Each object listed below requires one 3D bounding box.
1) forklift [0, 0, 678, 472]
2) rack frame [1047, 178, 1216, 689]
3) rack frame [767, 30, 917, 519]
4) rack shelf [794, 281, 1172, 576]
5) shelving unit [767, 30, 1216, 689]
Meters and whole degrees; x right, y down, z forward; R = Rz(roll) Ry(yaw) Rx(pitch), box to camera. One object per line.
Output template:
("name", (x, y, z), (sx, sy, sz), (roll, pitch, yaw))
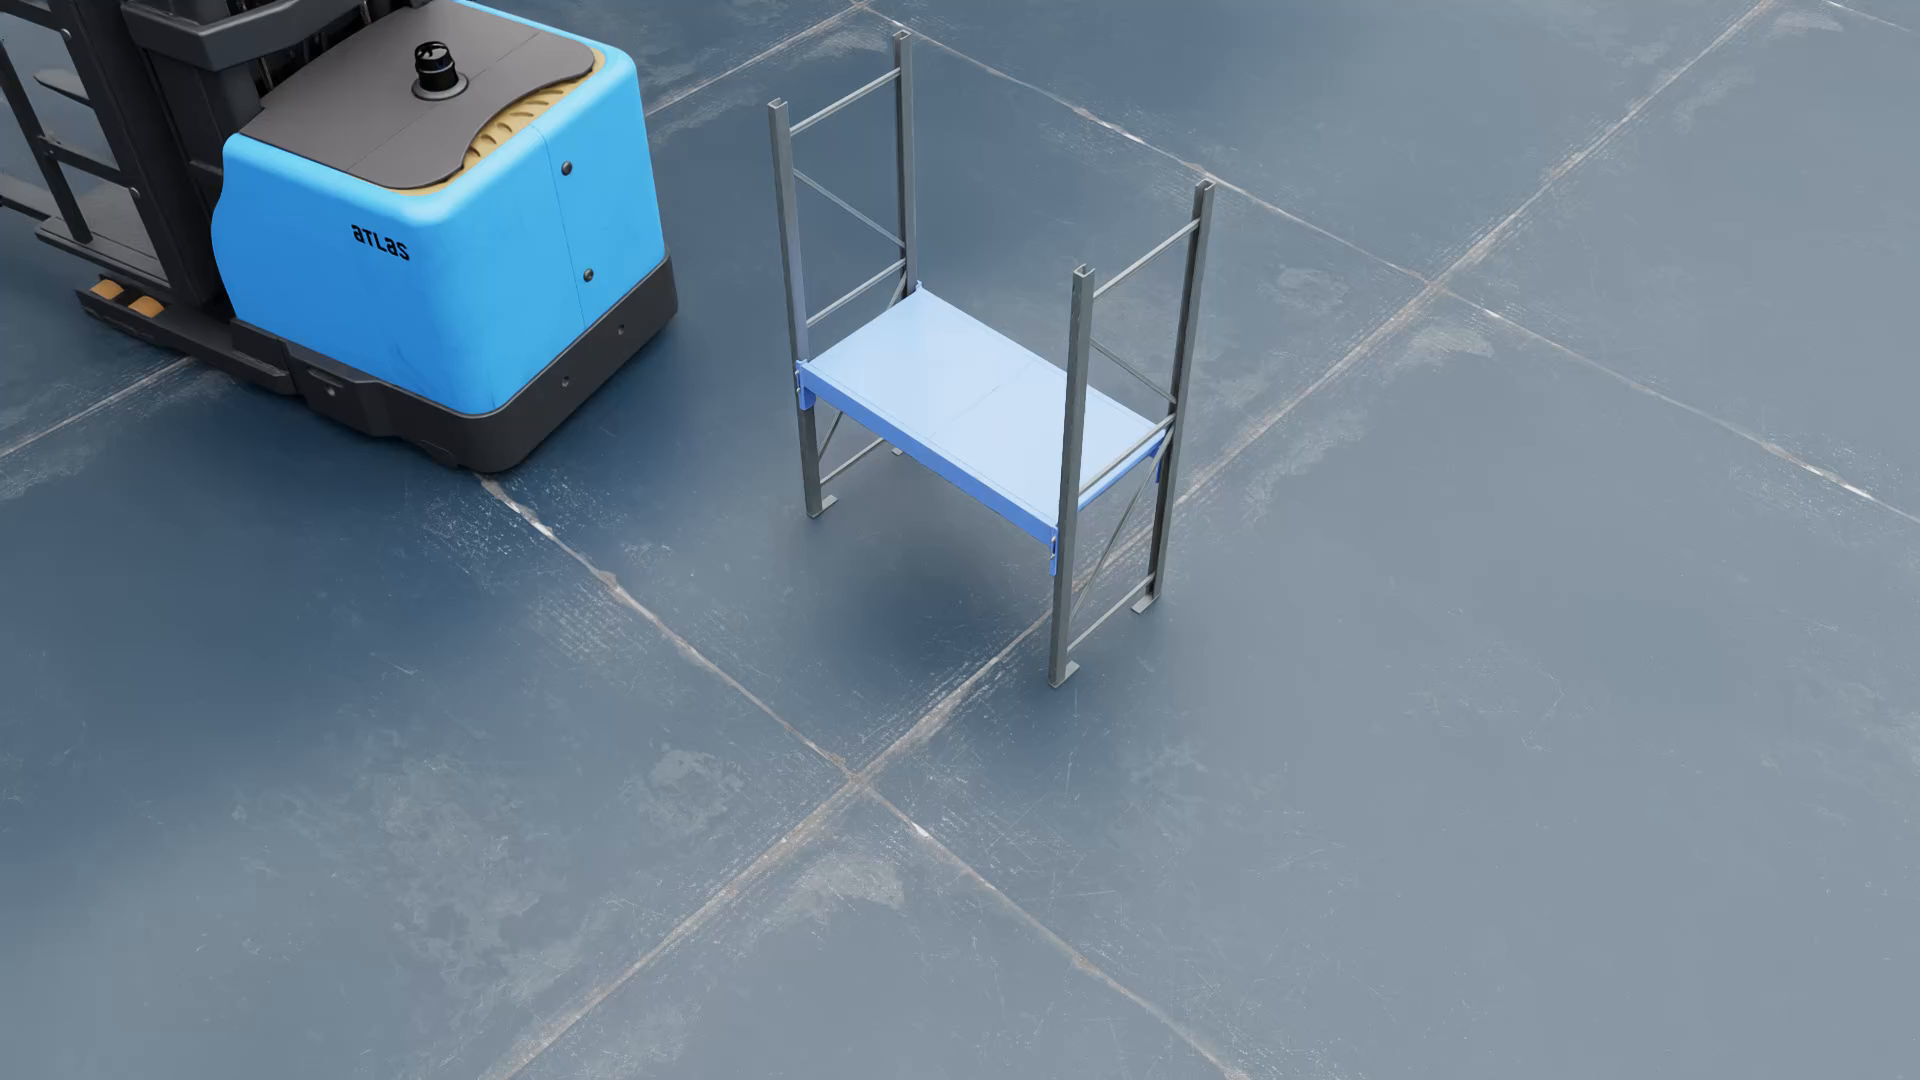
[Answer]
("forklift", (-2.545, -2.012, 5.129), (3.031, 2.935, 1.130), (22, 51, 19))
("rack frame", (0.436, -0.220, 4.428), (0.032, 1.500, 0.500), (34, 55, 28))
("rack frame", (-0.311, -0.723, 4.900), (0.032, 1.500, 0.500), (34, 55, 28))
("rack shelf", (0.063, -0.348, 4.795), (1.000, 0.185, 0.538), (34, 55, 28))
("shelving unit", (0.063, -0.471, 4.664), (1.048, 1.500, 0.538), (34, 55, 28))
